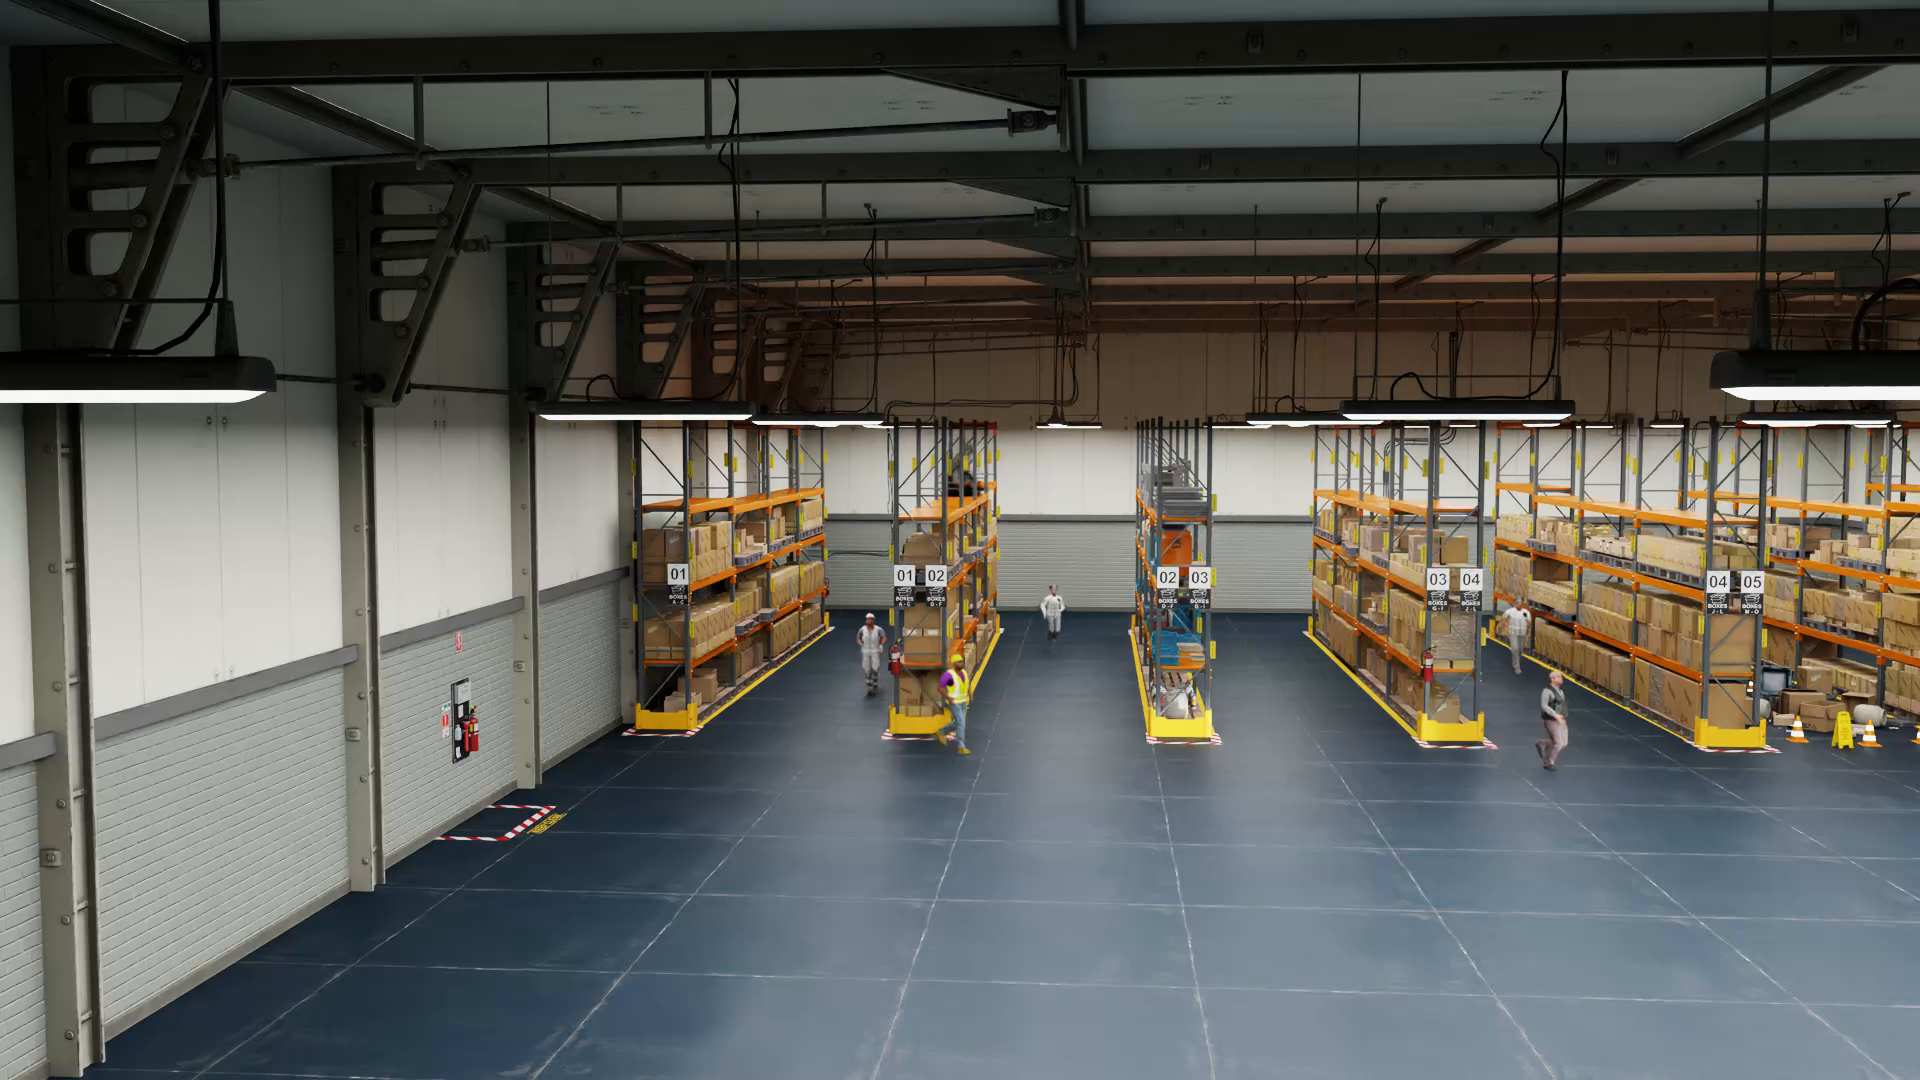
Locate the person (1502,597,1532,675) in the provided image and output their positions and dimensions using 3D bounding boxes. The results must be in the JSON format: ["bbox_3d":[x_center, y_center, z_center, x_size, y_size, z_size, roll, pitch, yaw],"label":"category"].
[{"bbox_3d":[13.287,2.247,39.613,0.662,1.799,0.976,0,4,2],"label":"person"}]

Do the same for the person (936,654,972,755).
[{"bbox_3d":[-0.094,2.899,29.625,0.847,1.761,0.692,3,5,39],"label":"person"}]

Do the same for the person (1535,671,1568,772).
[{"bbox_3d":[10.025,3.051,28.155,0.674,1.694,0.649,-3,5,-39],"label":"person"}]

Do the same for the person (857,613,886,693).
[{"bbox_3d":[-1.936,2.472,36.151,0.641,1.746,0.601,0,4,2],"label":"person"}]

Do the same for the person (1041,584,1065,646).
[{"bbox_3d":[2.420,1.953,42.813,0.608,1.619,0.530,-1,4,-10],"label":"person"}]
